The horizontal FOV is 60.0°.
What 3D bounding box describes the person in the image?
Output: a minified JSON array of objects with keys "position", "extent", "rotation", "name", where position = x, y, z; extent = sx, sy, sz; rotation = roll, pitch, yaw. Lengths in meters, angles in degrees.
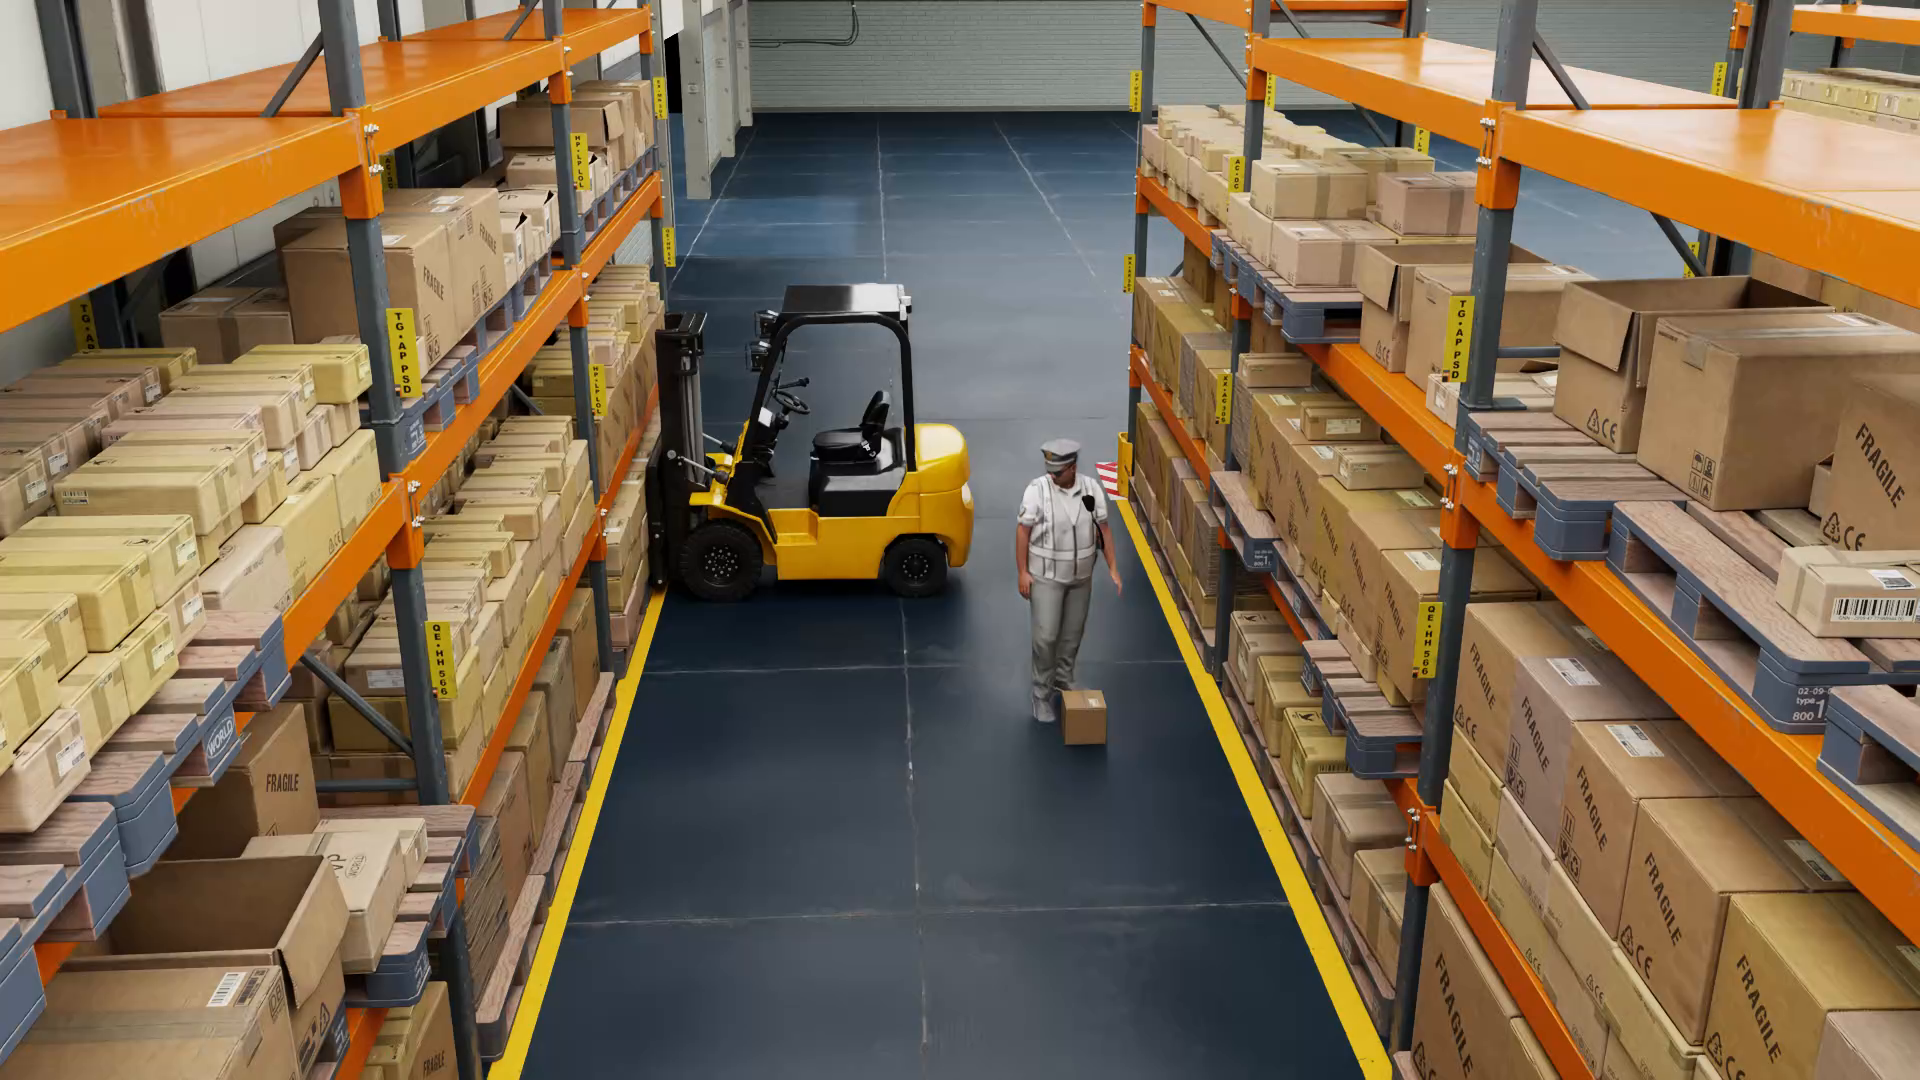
[{"position":[0.676,0.259,10.427],"extent":[0.594,1.825,0.486],"rotation":[-10,22,-24],"name":"person"}]
